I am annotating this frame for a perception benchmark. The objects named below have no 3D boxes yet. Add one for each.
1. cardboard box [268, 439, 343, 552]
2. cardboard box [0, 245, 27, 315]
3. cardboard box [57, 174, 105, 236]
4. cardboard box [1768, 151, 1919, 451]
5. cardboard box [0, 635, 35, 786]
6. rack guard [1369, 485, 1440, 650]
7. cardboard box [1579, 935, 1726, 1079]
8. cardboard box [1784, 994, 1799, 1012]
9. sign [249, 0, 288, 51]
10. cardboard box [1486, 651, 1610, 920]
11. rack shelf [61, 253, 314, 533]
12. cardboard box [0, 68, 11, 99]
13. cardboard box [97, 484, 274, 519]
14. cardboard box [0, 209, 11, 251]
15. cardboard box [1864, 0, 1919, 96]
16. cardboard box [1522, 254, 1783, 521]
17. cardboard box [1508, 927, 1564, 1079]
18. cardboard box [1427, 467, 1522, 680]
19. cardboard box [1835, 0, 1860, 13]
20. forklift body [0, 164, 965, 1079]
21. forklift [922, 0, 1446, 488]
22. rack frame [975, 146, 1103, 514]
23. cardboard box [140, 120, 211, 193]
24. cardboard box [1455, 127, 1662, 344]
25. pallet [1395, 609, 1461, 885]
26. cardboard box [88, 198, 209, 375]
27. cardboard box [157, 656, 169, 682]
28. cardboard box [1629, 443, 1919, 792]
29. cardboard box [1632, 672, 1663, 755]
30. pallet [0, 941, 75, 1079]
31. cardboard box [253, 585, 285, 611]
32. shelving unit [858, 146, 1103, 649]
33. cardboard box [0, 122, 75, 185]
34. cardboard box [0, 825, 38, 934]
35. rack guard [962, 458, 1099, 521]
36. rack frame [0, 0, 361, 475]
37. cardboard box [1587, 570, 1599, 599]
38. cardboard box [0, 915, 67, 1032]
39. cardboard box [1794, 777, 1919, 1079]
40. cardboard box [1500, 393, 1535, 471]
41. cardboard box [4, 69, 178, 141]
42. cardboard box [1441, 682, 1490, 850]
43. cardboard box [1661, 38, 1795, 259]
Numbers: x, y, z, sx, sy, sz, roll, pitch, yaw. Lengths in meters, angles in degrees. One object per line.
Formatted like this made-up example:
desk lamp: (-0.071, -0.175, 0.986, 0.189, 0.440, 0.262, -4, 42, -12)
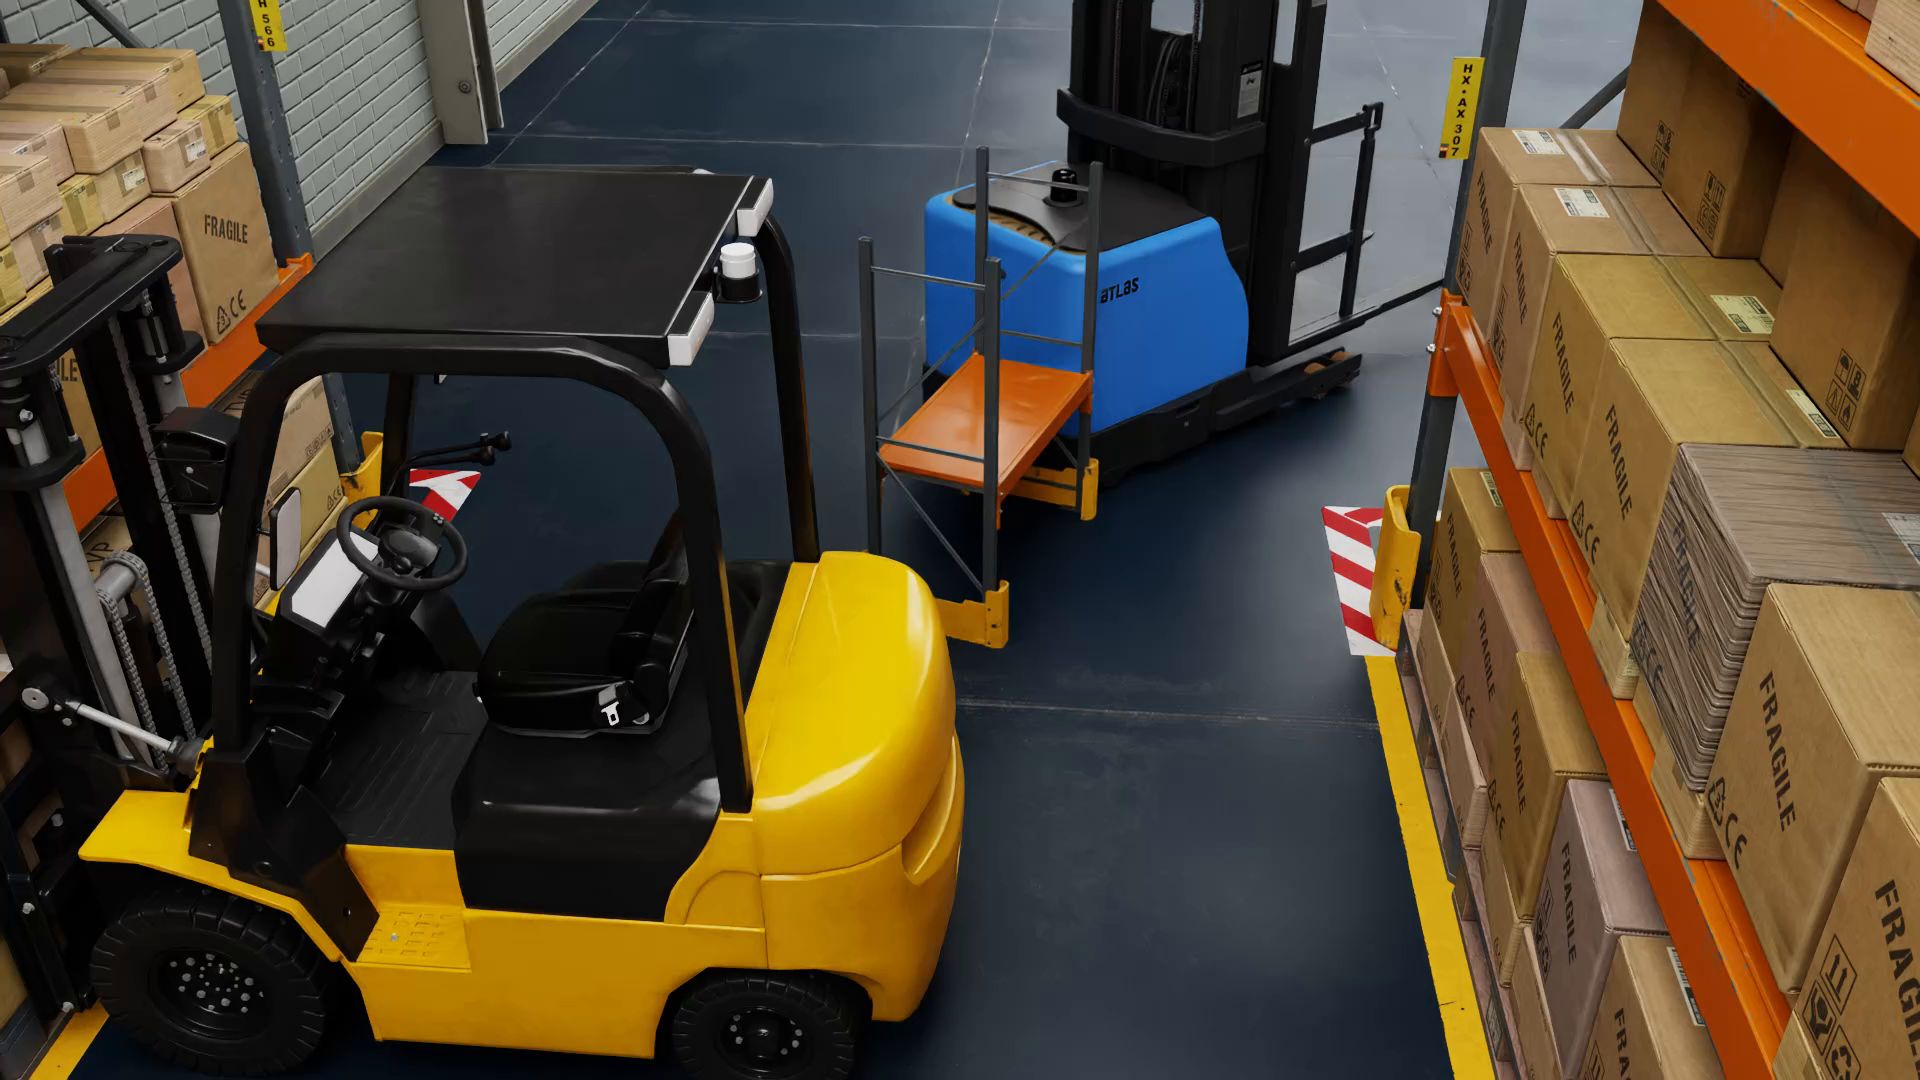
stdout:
cardboard box: (-2.536, -0.144, 5.868, 0.500, 0.250, 0.500, 2, 32, 3)
cardboard box: (-2.637, -0.644, 4.223, 0.380, 0.149, 0.250, 3, 32, 4)
cardboard box: (-2.662, -0.919, 4.669, 0.380, 0.149, 0.250, 2, 32, 4)
cardboard box: (2.148, -0.509, 3.385, 0.700, 0.500, 0.500, 2, 32, 4)
cardboard box: (-2.651, 0.426, 4.468, 0.500, 0.250, 0.500, 2, 32, 3)
rack guard: (2.133, 0.123, 6.074, 1.175, 0.500, 0.348, 2, 32, 4)
cardboard box: (1.634, 1.197, 3.455, 0.500, 0.500, 0.500, 3, 32, 5)
cardboard box: (1.648, 0.773, 2.876, 0.380, 0.149, 0.250, 3, 32, 4)
sign: (-2.269, -1.754, 5.408, 0.100, 0.325, 0.005, 2, 32, 4)
cardboard box: (1.709, 0.650, 4.342, 0.500, 0.500, 0.500, 3, 32, 5)
rack shelf: (-2.971, 0.161, 4.315, 1.077, 0.370, 4.000, 2, 32, 4)
cardboard box: (-3.133, -1.333, 5.057, 0.380, 0.149, 0.250, 4, 32, 6)
cardboard box: (-2.571, -0.103, 5.326, 0.500, 0.250, 0.500, 3, 32, 5)
cardboard box: (-2.632, -0.768, 4.140, 0.380, 0.149, 0.250, 3, 32, 5)
cardboard box: (1.633, -0.775, 2.528, 0.380, 0.149, 0.250, 3, 32, 5)
cardboard box: (1.745, -0.377, 4.123, 0.500, 0.500, 0.500, 2, 32, 3)
cardboard box: (1.673, 1.238, 4.103, 0.500, 0.250, 0.500, 3, 32, 5)
cardboard box: (1.796, 0.114, 5.211, 0.500, 0.500, 0.500, 1, 32, 2)
cardboard box: (1.756, -1.041, 2.961, 0.380, 0.149, 0.250, 2, 32, 4)
forklift body: (-1.145, 0.240, 4.310, 2.313, 2.155, 1.214, 2, 32, 4)
forklift: (1.280, -2.099, 7.363, 3.031, 2.935, 1.130, -24, 39, -34)
rack frame: (0.296, -0.804, 6.625, 0.500, 1.500, 0.032, 13, 34, 20)
cardboard box: (-2.549, -1.181, 5.094, 0.380, 0.149, 0.250, 3, 32, 5)
cardboard box: (1.824, -0.914, 4.995, 0.500, 0.500, 0.500, 2, 32, 3)
pallet: (2.032, 0.669, 5.462, 1.003, 0.211, 1.213, 2, 32, 4)
cardboard box: (-2.638, -0.694, 4.922, 0.500, 0.500, 0.500, 3, 32, 6)
cardboard box: (-2.609, 0.389, 5.004, 0.500, 0.250, 0.500, 2, 32, 3)
cardboard box: (1.675, 0.158, 3.256, 0.500, 0.500, 0.500, 3, 32, 5)
cardboard box: (1.666, 0.373, 3.525, 0.380, 0.149, 0.250, 2, 32, 3)
pallet: (-2.931, 1.034, 4.871, 1.003, 0.211, 1.213, 2, 32, 4)
cardboard box: (-2.582, 0.320, 5.592, 0.500, 0.250, 0.500, 2, 32, 4)
shelving unit: (0.093, -0.554, 6.219, 0.587, 1.500, 1.083, 13, 34, 20)
cardboard box: (-2.705, -1.045, 4.589, 0.380, 0.149, 0.250, 3, 32, 4)
cardboard box: (-2.696, 0.914, 4.151, 0.500, 0.250, 0.500, 2, 32, 4)
rack guard: (0.288, -0.262, 6.937, 0.587, 0.250, 0.087, 13, 34, 20)
rack frame: (-2.808, -1.191, 5.823, 1.000, 3.000, 0.127, 2, 32, 4)
cardboard box: (1.730, 0.108, 3.956, 0.380, 0.149, 0.250, 2, 32, 3)
cardboard box: (-2.712, 1.118, 4.297, 0.500, 0.250, 0.500, 3, 32, 5)
cardboard box: (1.602, 0.699, 2.378, 0.500, 0.500, 0.500, 2, 32, 3)
cardboard box: (1.730, -0.306, 4.627, 0.380, 0.149, 0.250, 3, 32, 5)
cardboard box: (-2.617, -1.309, 5.019, 0.380, 0.149, 0.250, 3, 32, 4)
cardboard box: (1.749, 0.688, 4.996, 0.500, 0.250, 0.500, 4, 32, 6)
cardboard box: (2.266, -1.035, 4.238, 0.700, 0.500, 0.500, 3, 32, 4)
